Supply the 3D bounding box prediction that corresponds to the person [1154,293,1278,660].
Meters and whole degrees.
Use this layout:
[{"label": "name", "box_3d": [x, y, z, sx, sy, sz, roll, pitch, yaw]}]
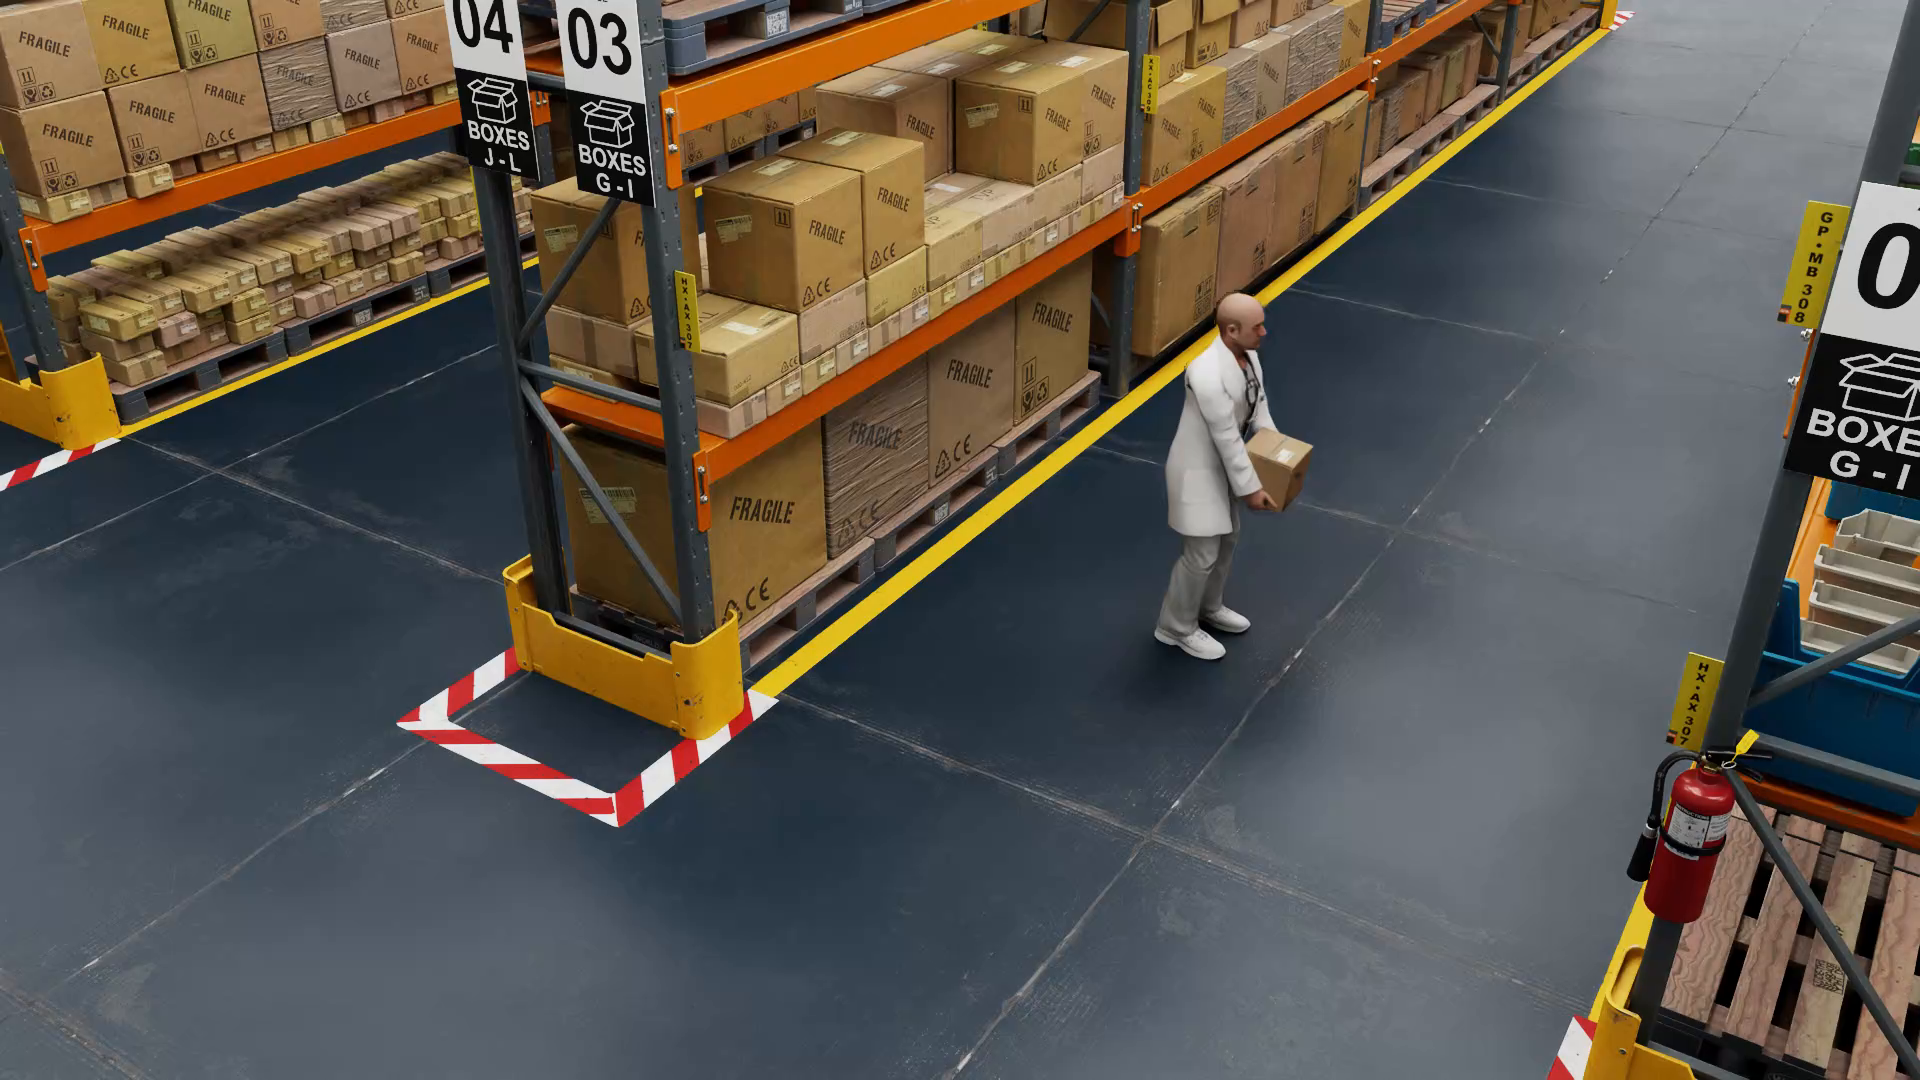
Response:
[{"label": "person", "box_3d": [1.241, -0.283, 7.644, 0.574, 1.774, 0.531, 17, 34, 27]}]
